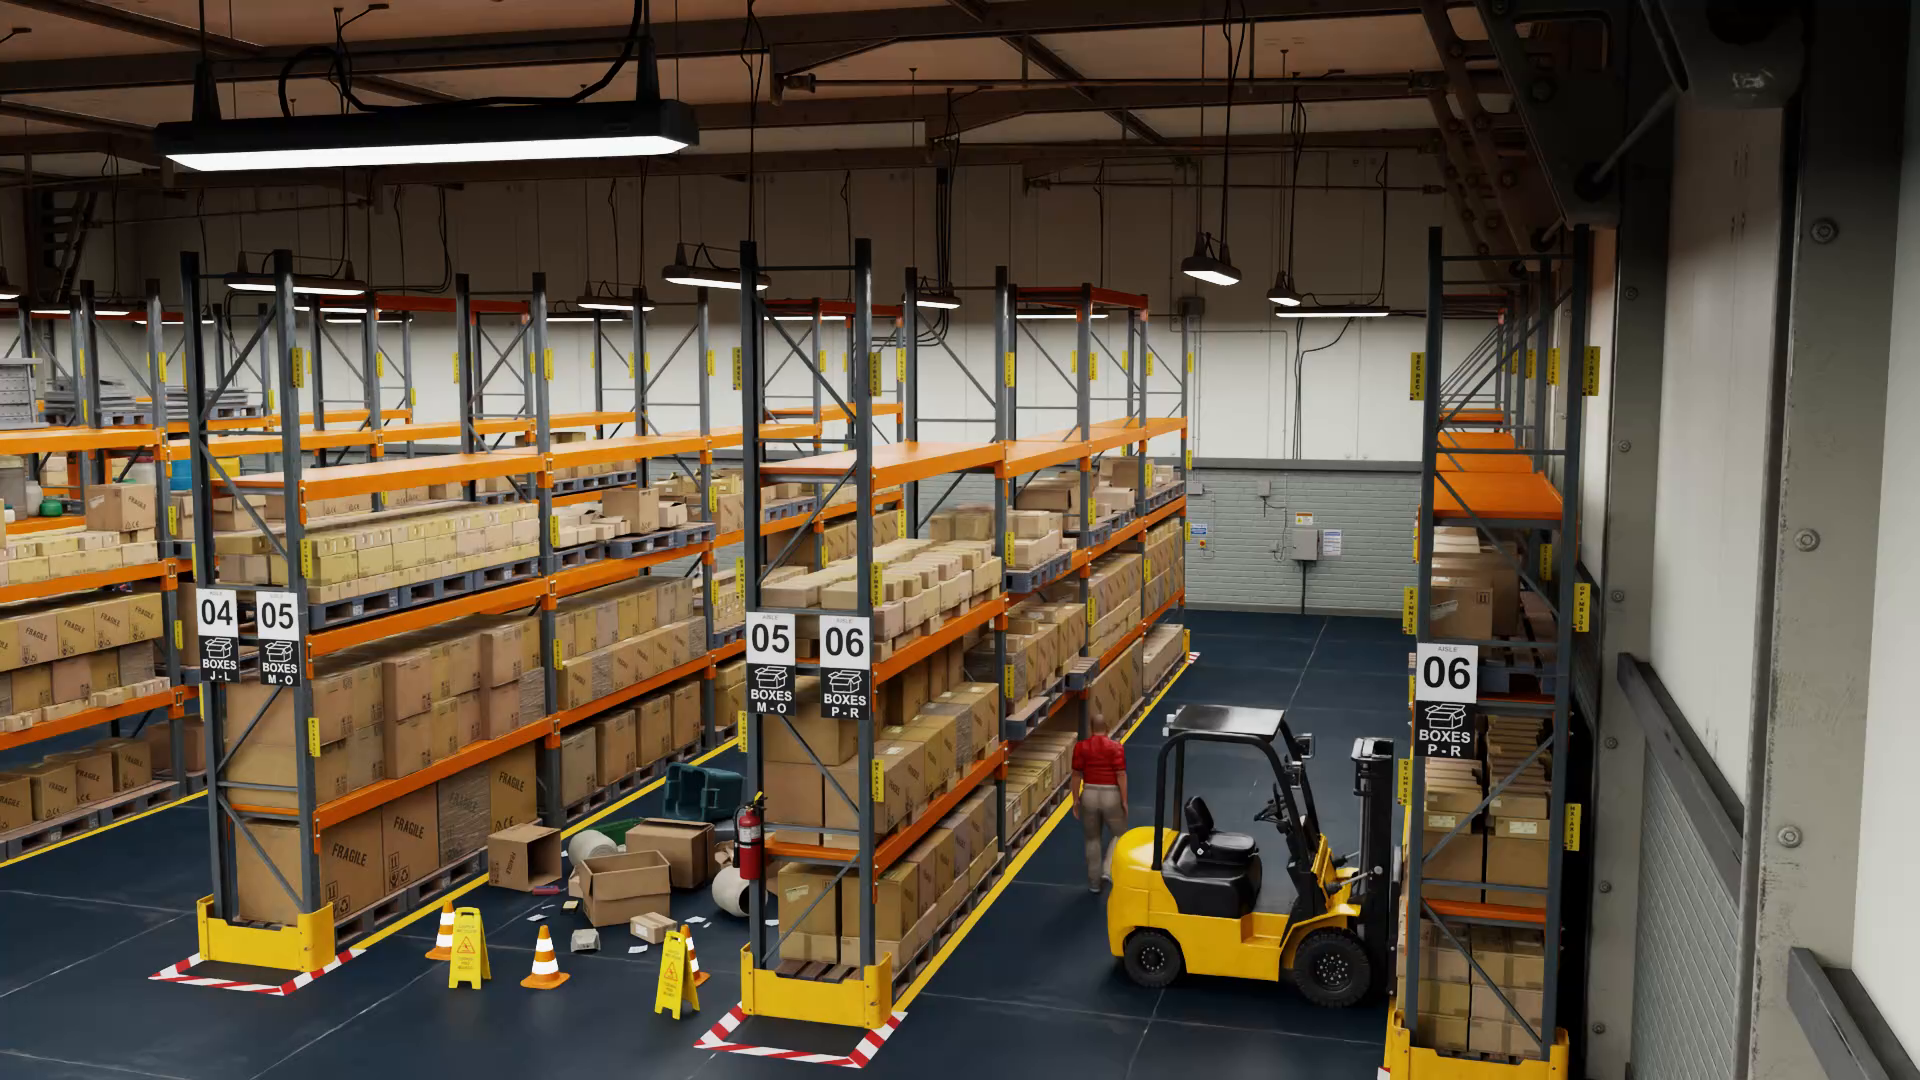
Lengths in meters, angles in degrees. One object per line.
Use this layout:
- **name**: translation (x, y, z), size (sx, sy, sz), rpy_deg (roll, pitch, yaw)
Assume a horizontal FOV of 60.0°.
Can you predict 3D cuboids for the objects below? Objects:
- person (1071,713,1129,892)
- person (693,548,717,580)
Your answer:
- **person**: translation (1.350, 2.533, 15.948), size (0.605, 1.721, 0.538), rpy_deg (2, 7, 17)
- **person**: translation (-4.999, 0.667, 32.405), size (0.926, 1.753, 0.568), rpy_deg (-3, 7, -22)
